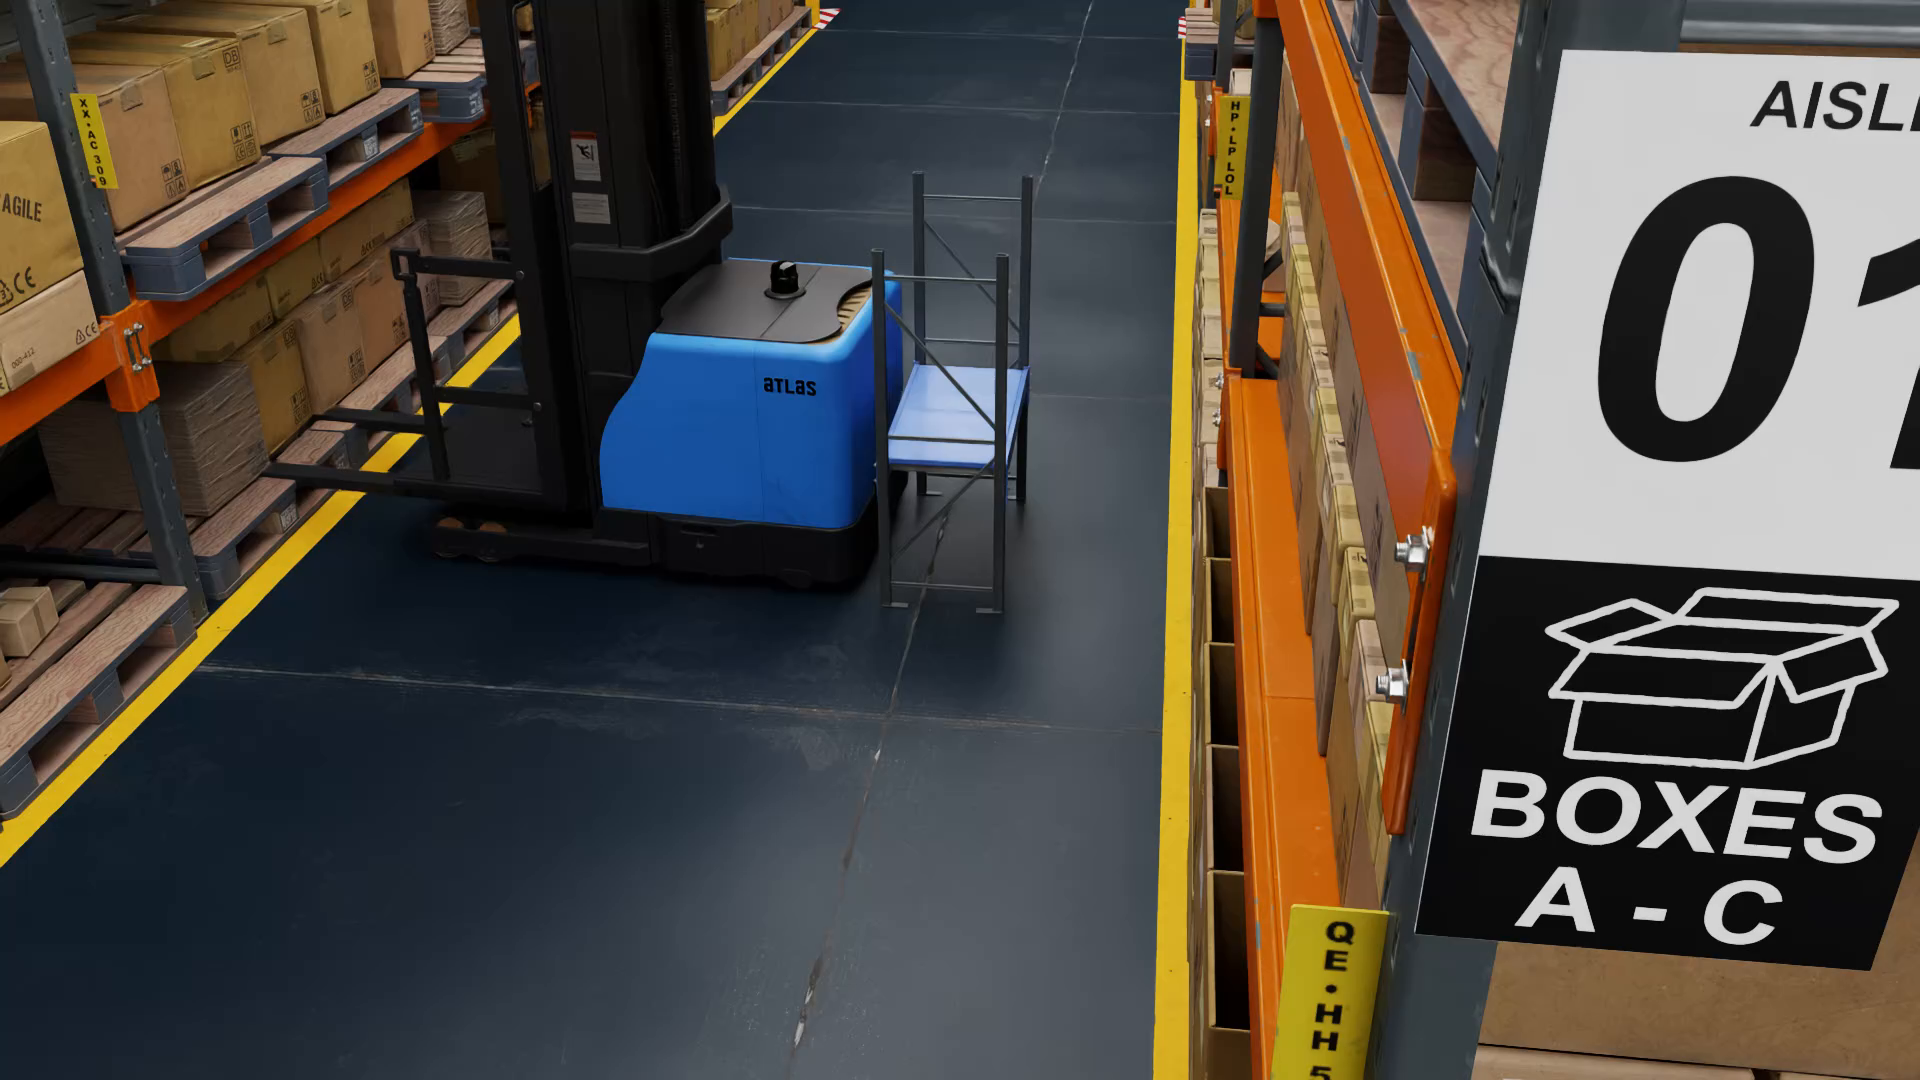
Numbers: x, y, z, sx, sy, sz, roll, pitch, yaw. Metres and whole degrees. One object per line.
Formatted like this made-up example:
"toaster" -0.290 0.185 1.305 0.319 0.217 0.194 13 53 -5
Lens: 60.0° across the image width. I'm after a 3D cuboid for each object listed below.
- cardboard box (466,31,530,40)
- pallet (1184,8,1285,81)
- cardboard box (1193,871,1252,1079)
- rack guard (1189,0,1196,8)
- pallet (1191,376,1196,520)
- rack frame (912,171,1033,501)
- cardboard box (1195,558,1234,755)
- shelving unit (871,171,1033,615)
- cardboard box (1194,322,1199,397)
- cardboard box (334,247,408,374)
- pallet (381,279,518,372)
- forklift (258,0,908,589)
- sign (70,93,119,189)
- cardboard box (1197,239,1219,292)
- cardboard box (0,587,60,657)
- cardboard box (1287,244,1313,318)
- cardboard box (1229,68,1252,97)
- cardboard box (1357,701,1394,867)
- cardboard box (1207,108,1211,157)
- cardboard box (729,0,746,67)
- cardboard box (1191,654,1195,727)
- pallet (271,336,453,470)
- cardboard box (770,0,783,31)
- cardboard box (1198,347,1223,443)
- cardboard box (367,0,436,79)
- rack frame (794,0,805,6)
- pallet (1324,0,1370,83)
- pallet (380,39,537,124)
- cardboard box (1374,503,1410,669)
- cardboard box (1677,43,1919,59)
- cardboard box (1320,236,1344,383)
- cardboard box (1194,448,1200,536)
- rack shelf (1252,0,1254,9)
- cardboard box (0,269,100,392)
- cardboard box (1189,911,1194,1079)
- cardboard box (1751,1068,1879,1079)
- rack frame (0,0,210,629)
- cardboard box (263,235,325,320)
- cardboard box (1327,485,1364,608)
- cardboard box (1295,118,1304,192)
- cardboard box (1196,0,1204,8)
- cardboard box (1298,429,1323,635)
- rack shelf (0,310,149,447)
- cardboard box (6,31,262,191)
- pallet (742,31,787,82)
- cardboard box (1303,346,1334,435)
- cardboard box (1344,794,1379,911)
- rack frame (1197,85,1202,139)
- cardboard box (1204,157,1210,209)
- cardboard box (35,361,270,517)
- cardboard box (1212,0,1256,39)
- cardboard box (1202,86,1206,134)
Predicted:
"cardboard box" -2.758 -2.939 9.786 0.380 0.149 0.250 3 28 5
"pallet" 1.902 -2.851 9.583 1.213 0.211 1.003 3 28 6
"cardboard box" 0.787 1.107 3.698 0.500 0.500 0.500 3 28 6
"rack guard" 2.859 -5.242 16.454 1.175 0.500 0.348 3 28 6
"pallet" 1.597 -0.427 7.821 1.003 0.211 1.213 3 28 6
"rack frame" 0.052 -0.859 7.264 0.500 1.500 0.032 3 28 6
"cardboard box" 0.977 0.401 5.008 0.500 0.500 0.500 3 28 6
"shelving unit" -0.010 -0.620 6.820 0.538 1.500 1.048 3 28 6
"cardboard box" 1.414 -0.876 8.170 0.500 0.250 0.500 3 28 5
"cardboard box" -3.276 -1.179 8.447 0.700 0.500 0.500 3 28 6
"pallet" -3.126 -1.304 9.447 1.003 0.211 1.213 3 28 6
"forklift" -1.808 -1.433 6.820 3.031 2.935 1.130 6 29 10
"sign" -2.979 -1.369 5.716 0.100 0.325 0.005 3 28 6
"cardboard box" 1.477 -1.357 8.471 0.500 0.311 0.500 3 28 5
"cardboard box" -3.554 0.291 6.070 0.380 0.166 0.250 0 28 0
"cardboard box" 1.113 -0.705 4.606 0.380 0.149 0.250 3 28 5
"cardboard box" 1.587 -2.164 8.198 0.500 0.311 0.500 3 28 6
"cardboard box" 0.828 0.389 2.576 0.380 0.149 0.250 3 28 5
"cardboard box" 1.773 -2.517 10.140 0.500 0.250 0.500 4 29 8
"cardboard box" -2.280 -4.449 14.537 0.700 0.500 0.500 3 28 6
"cardboard box" 1.041 0.496 5.622 0.500 0.250 0.500 3 28 6
"pallet" -3.277 -0.731 8.384 1.003 0.211 1.213 3 28 6
"cardboard box" -2.096 -5.178 15.892 0.700 0.500 0.500 3 28 6
"cardboard box" 1.285 -0.639 7.138 0.500 0.311 0.500 3 28 6
"cardboard box" -3.118 -2.650 8.437 0.700 0.500 0.500 1 28 1
"rack frame" -2.048 -6.665 16.458 1.000 3.000 0.127 3 28 6
"pallet" 1.168 -1.036 2.941 1.003 0.211 1.213 3 28 6
"pallet" -3.010 -2.473 8.880 1.213 0.211 1.003 3 28 6
"cardboard box" 1.044 0.046 2.529 0.700 0.500 0.500 3 28 5
"cardboard box" 0.983 -0.730 1.580 0.797 0.503 0.637 5 29 10
"cardboard box" 1.228 -0.662 3.843 0.700 0.500 0.500 3 28 6
"cardboard box" 1.225 -0.154 6.830 0.500 0.250 0.500 3 28 5
"rack shelf" 1.643 -2.675 6.649 1.077 0.370 4.000 3 28 6
"cardboard box" -3.276 -0.718 5.558 0.500 0.250 0.500 3 29 6
"cardboard box" 0.853 1.202 4.312 0.500 0.250 0.500 3 28 6
"cardboard box" 1.170 0.651 2.089 0.380 0.149 0.250 3 28 6
"rack frame" -3.518 -1.016 5.973 1.000 3.000 0.127 3 28 6
"cardboard box" -3.334 -1.239 7.769 0.500 0.250 0.500 3 28 5
"cardboard box" 0.923 0.023 3.256 0.380 0.149 0.250 4 29 8
"cardboard box" 1.573 -1.382 6.548 0.500 0.500 0.500 5 29 10
"cardboard box" 2.459 -4.887 15.594 0.500 0.250 0.500 3 28 6
"cardboard box" 1.227 -0.080 4.131 0.700 0.500 0.500 4 29 7
"rack shelf" -3.763 0.242 4.397 1.077 0.370 4.000 3 28 6
"cardboard box" -3.347 -1.754 6.774 0.700 0.500 0.500 6 29 11
"pallet" -2.220 -4.483 15.350 1.003 0.211 1.213 3 28 6
"cardboard box" 1.019 -0.337 3.924 0.380 0.149 0.250 3 28 5
"cardboard box" 1.038 0.642 2.789 0.700 0.500 0.500 4 29 8
"rack frame" 2.379 -4.496 12.432 1.000 3.000 0.127 3 28 6
"cardboard box" 1.770 -2.160 10.268 0.500 0.500 0.500 4 29 8
"cardboard box" -3.445 -0.457 7.107 0.700 0.500 0.500 4 29 8
"cardboard box" 1.854 -3.145 9.376 0.700 0.500 0.500 -6 29 -11
"cardboard box" 2.023 -3.124 12.057 0.500 0.500 0.500 4 29 7
